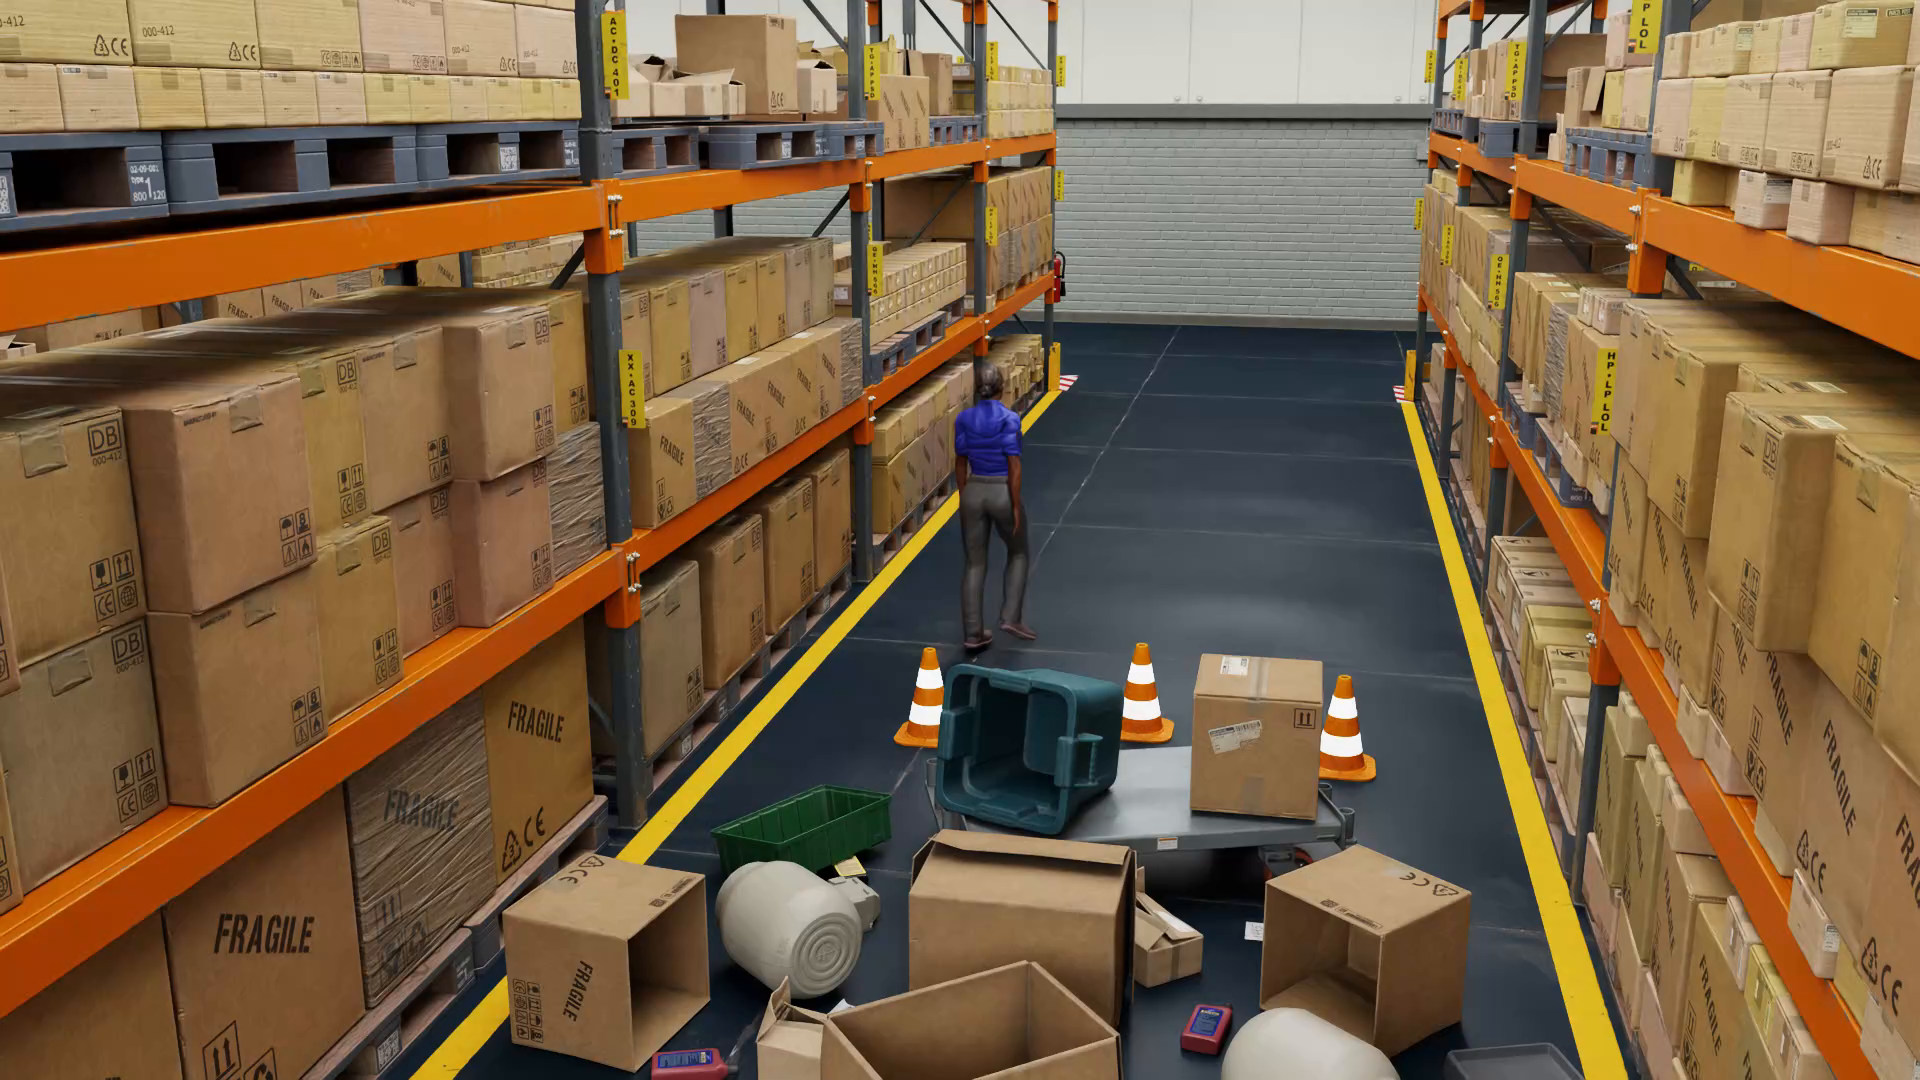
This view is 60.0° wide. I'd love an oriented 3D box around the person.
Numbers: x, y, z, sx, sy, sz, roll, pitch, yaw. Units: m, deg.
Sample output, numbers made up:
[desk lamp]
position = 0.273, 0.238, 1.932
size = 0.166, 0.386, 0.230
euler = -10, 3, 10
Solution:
[person]
position = 0.171, -0.176, 9.711
size = 0.482, 1.683, 0.533
euler = 5, 16, 20
